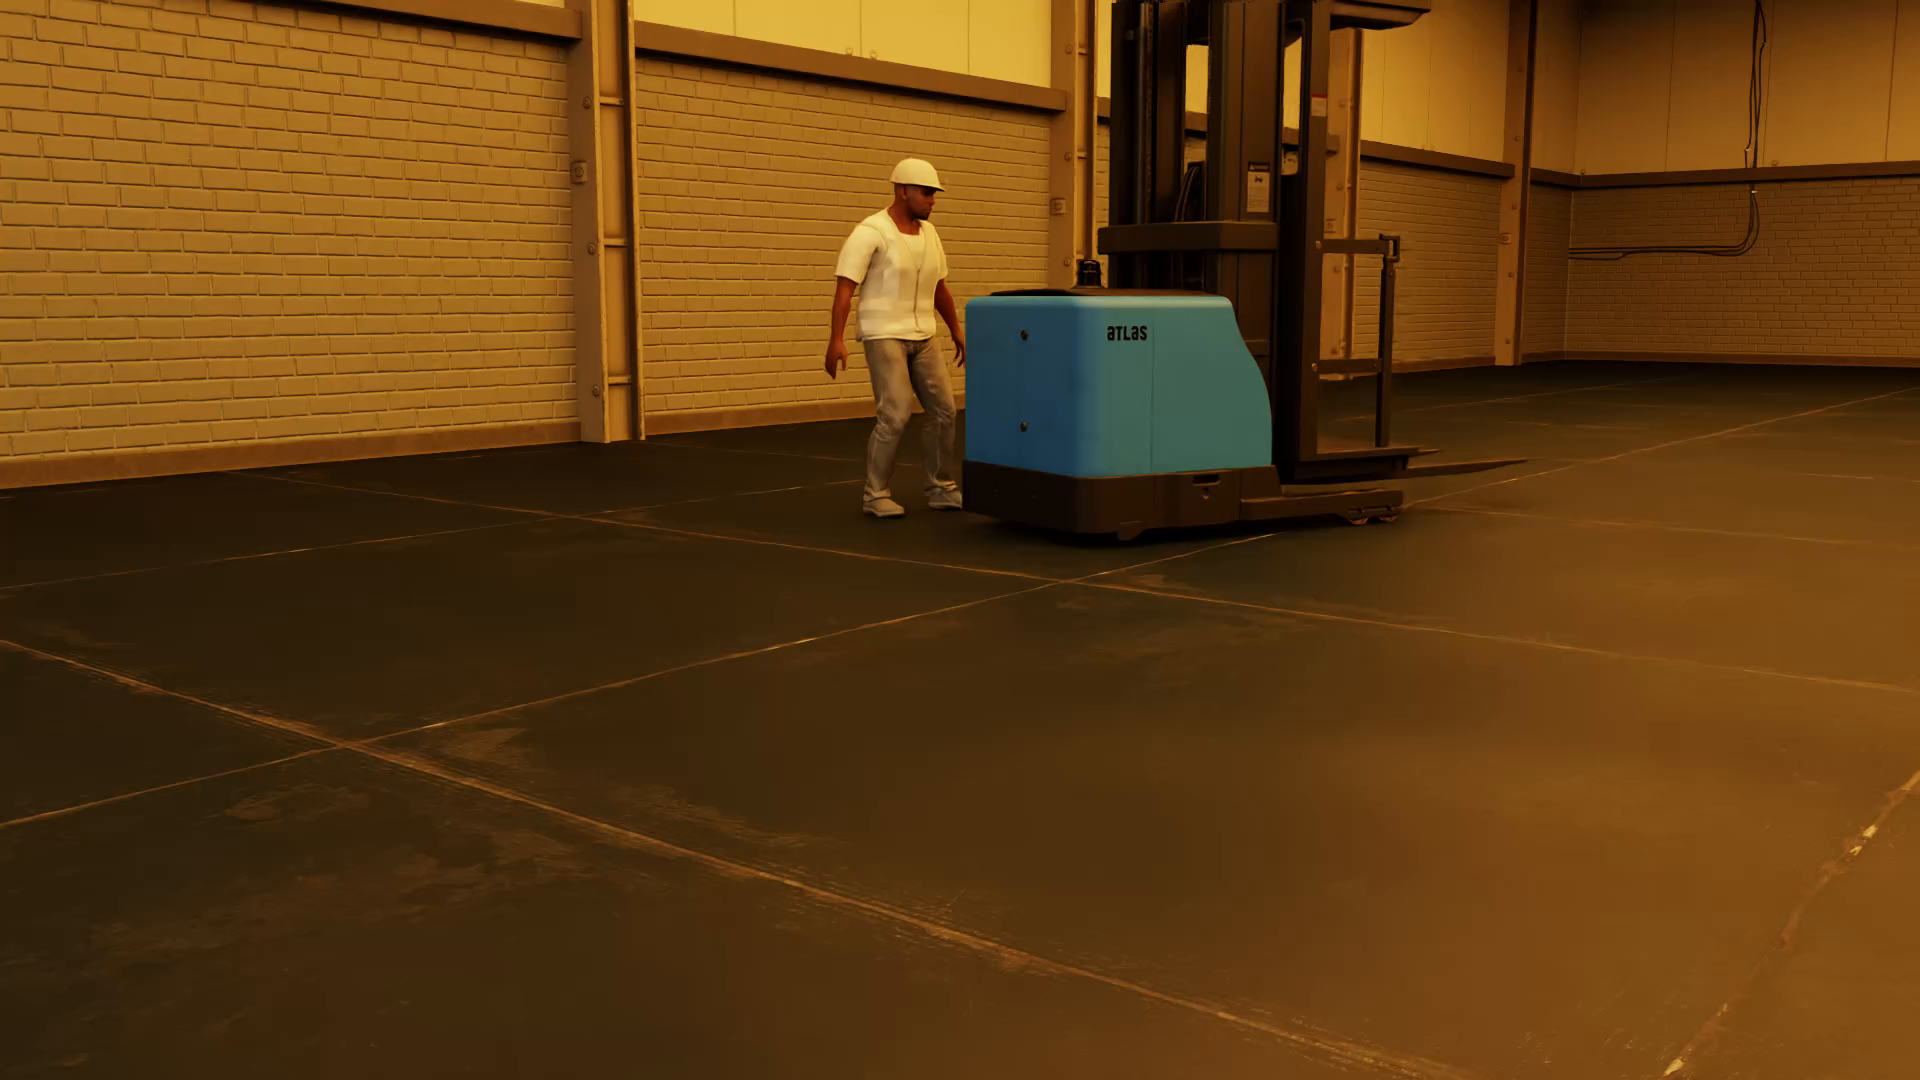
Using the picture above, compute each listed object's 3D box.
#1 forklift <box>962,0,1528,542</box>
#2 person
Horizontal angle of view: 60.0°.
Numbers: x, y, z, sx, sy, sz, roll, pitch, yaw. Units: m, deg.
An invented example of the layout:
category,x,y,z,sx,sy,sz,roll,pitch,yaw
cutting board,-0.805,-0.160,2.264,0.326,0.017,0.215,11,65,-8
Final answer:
category,x,y,z,sx,sy,sz,roll,pitch,yaw
forklift,1.533,-1.579,8.069,3.031,2.935,1.130,-5,10,-31
person,-0.256,-0.991,8.181,0.431,1.735,0.850,8,12,44
